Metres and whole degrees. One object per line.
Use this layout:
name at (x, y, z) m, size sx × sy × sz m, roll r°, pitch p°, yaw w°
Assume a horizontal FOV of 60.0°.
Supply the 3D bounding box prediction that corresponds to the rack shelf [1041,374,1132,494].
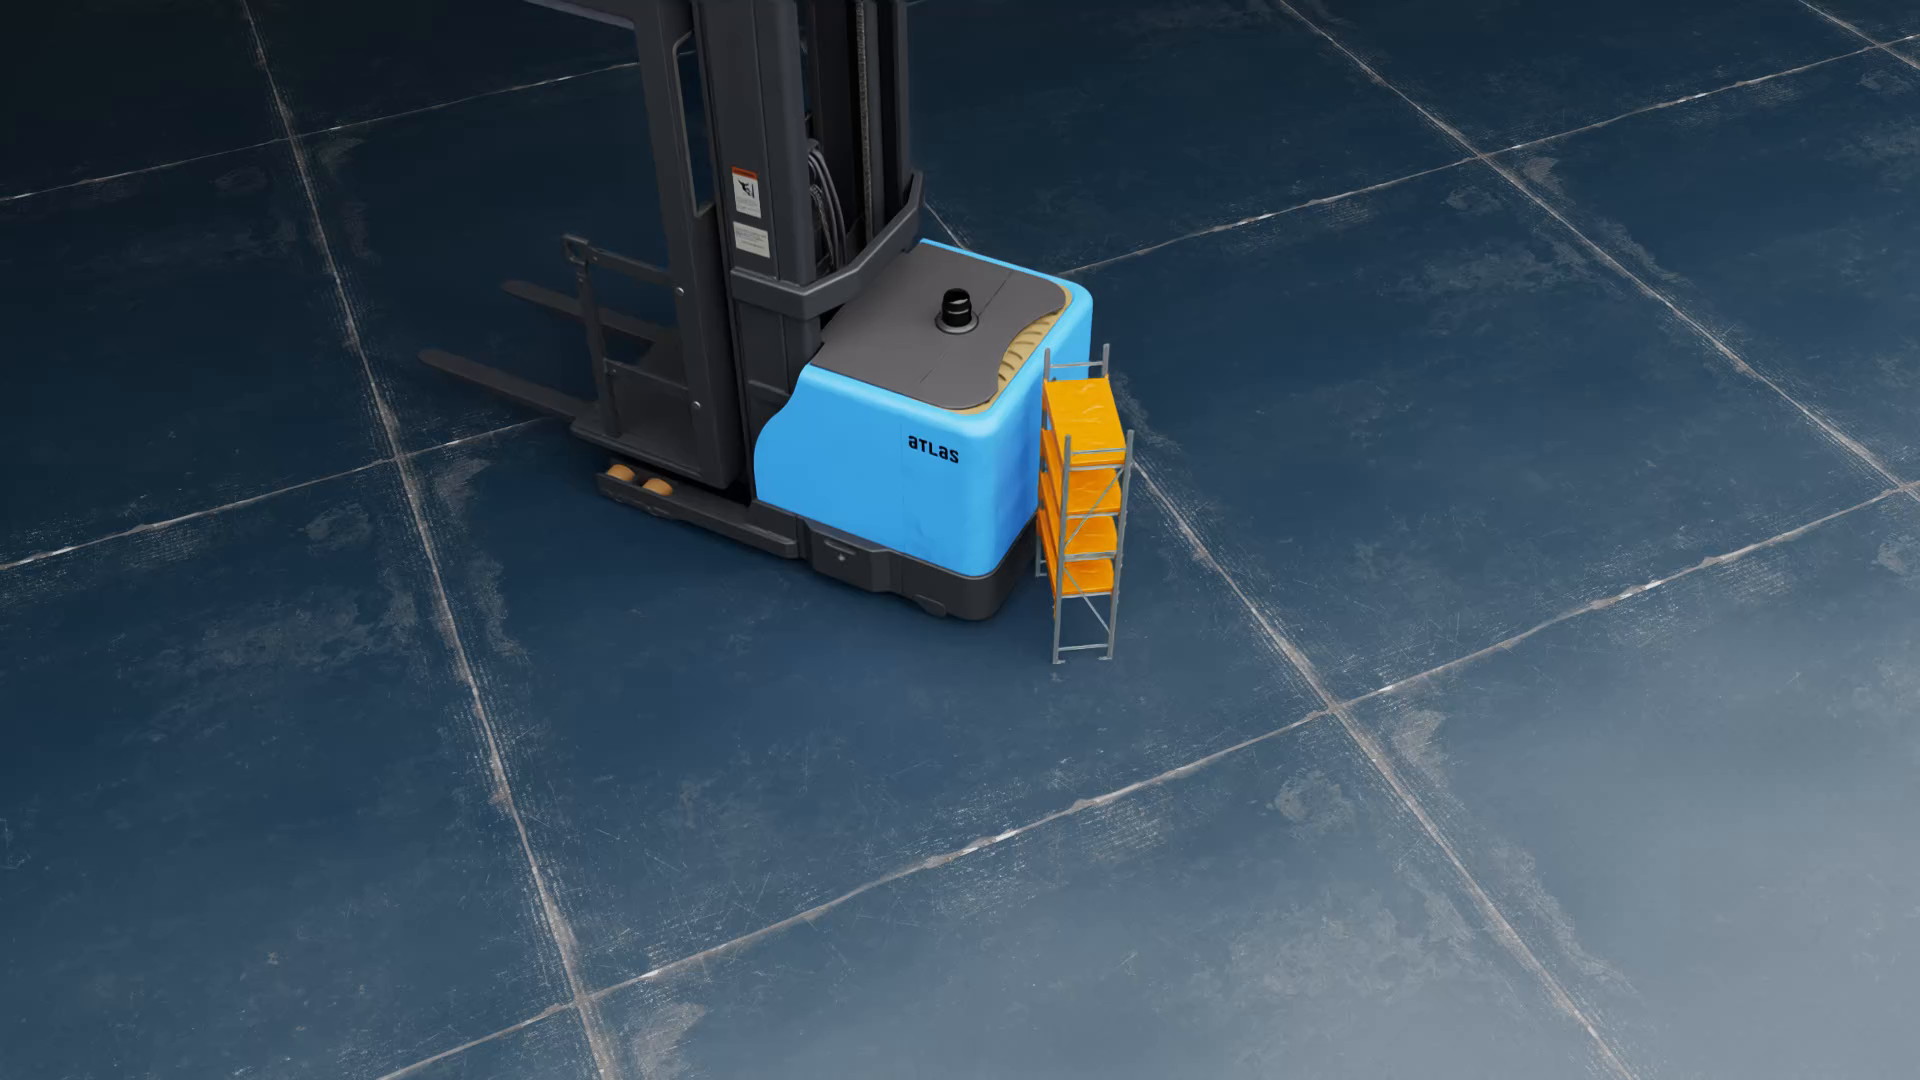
rack shelf at (0.459, -0.394, 6.105) m, size 0.258 × 0.148 × 0.480 m, roll -4°, pitch 45°, yaw -5°

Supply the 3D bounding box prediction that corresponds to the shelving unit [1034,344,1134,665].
shelving unit at (0.459, -0.115, 6.381) m, size 0.258 × 1.200 × 0.503 m, roll -4°, pitch 45°, yaw -5°

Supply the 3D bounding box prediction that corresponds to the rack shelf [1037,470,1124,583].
rack shelf at (0.459, -0.067, 6.428) m, size 0.258 × 0.148 × 0.480 m, roll -4°, pitch 45°, yaw -5°

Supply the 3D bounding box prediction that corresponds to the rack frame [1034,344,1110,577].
rack frame at (0.432, -0.285, 6.553) m, size 0.240 × 1.200 × 0.015 m, roll -4°, pitch 45°, yaw -5°

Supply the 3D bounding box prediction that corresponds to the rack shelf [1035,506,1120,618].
rack shelf at (0.459, 0.075, 6.567) m, size 0.258 × 0.148 × 0.480 m, roll -4°, pitch 45°, yaw -5°

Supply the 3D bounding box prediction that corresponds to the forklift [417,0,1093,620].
forklift at (-1.006, -1.456, 6.507) m, size 3.031 × 2.935 × 1.130 m, roll 20°, pitch 48°, yaw 19°

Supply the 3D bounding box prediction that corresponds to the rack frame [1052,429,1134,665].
rack frame at (0.486, 0.056, 6.208) m, size 0.240 × 1.200 × 0.015 m, roll -4°, pitch 45°, yaw -5°

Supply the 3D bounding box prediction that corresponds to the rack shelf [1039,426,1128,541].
rack shelf at (0.459, -0.226, 6.271) m, size 0.258 × 0.148 × 0.480 m, roll -4°, pitch 45°, yaw -5°
